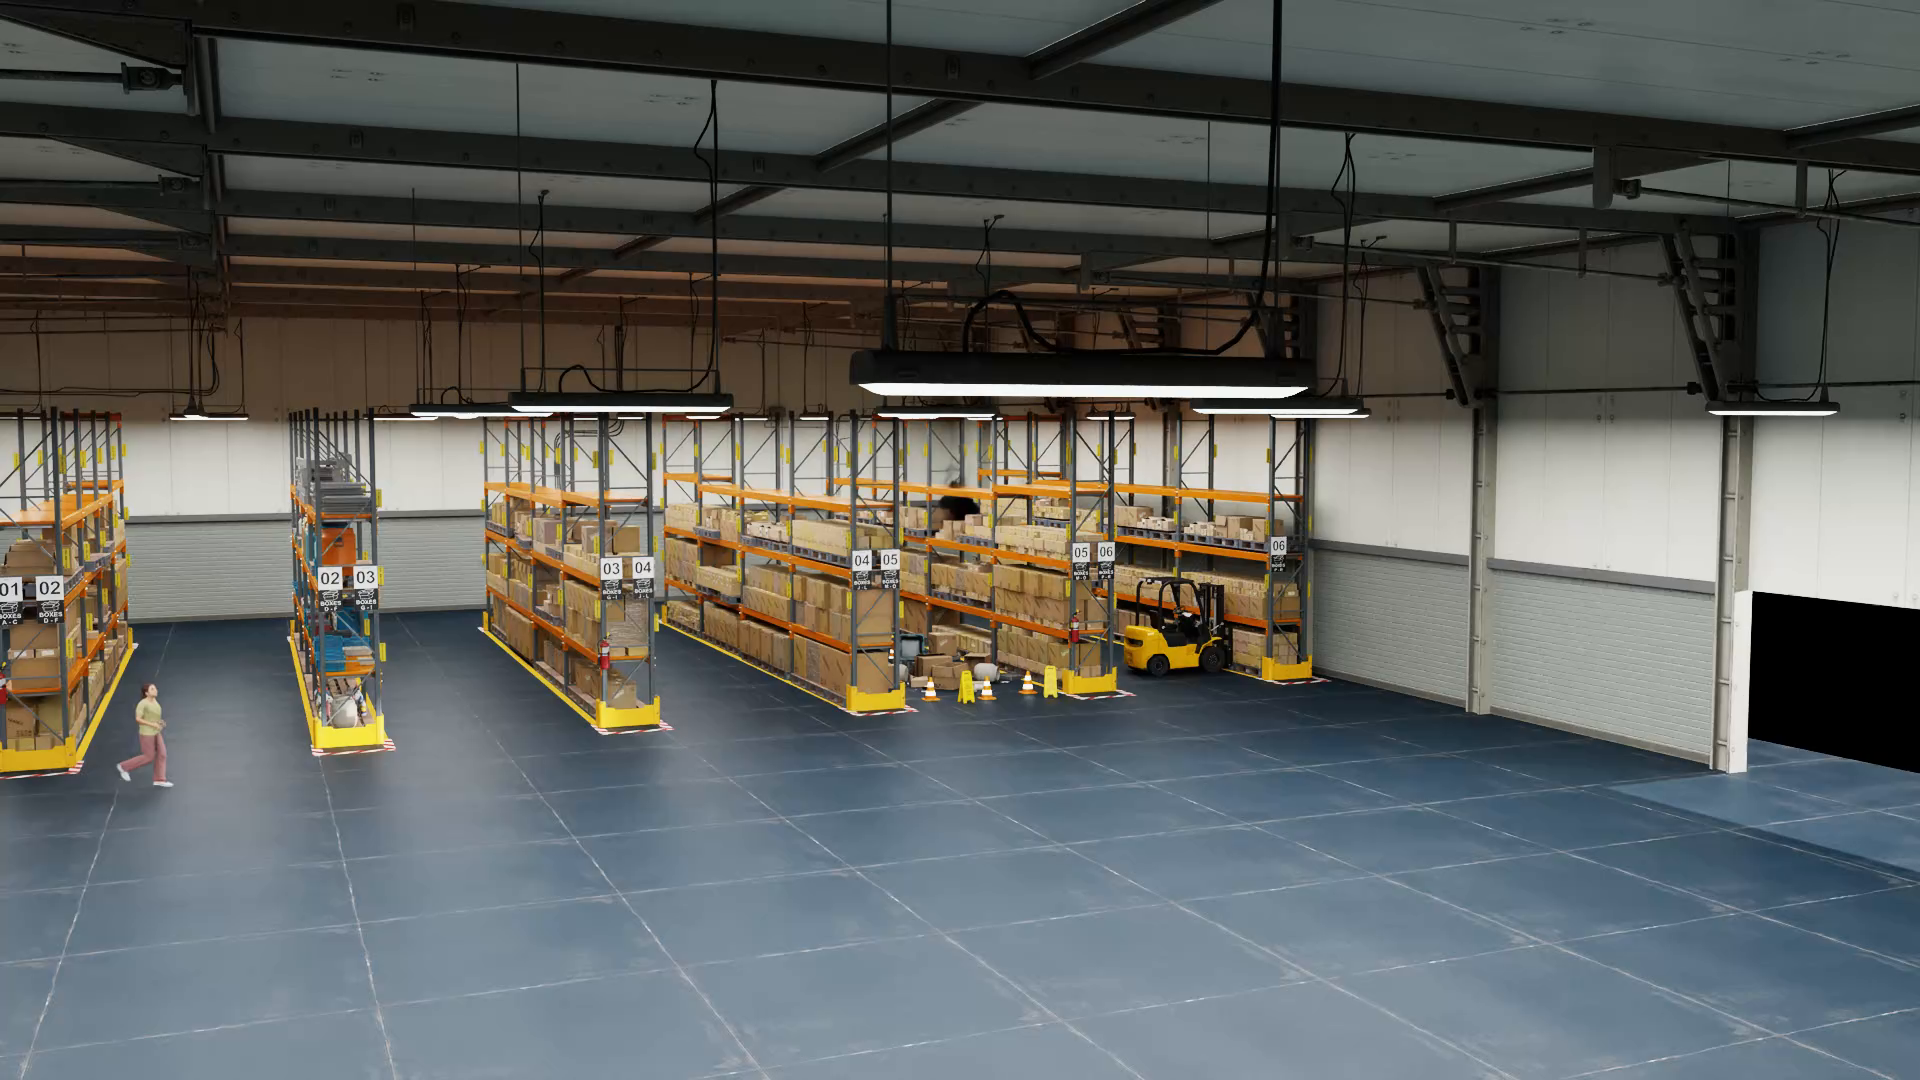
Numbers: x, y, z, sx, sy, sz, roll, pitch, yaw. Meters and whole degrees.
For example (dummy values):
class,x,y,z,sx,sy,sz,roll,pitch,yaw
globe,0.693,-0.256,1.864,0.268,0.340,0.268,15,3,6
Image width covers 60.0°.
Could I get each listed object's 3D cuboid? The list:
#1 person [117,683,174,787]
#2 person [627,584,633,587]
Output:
class,x,y,z,sx,sy,sz,roll,pitch,yaw
person,-12.835,3.075,26.235,0.819,1.662,0.543,0,4,2
person,-9.043,1.706,45.885,0.578,1.629,0.637,-1,4,-12
